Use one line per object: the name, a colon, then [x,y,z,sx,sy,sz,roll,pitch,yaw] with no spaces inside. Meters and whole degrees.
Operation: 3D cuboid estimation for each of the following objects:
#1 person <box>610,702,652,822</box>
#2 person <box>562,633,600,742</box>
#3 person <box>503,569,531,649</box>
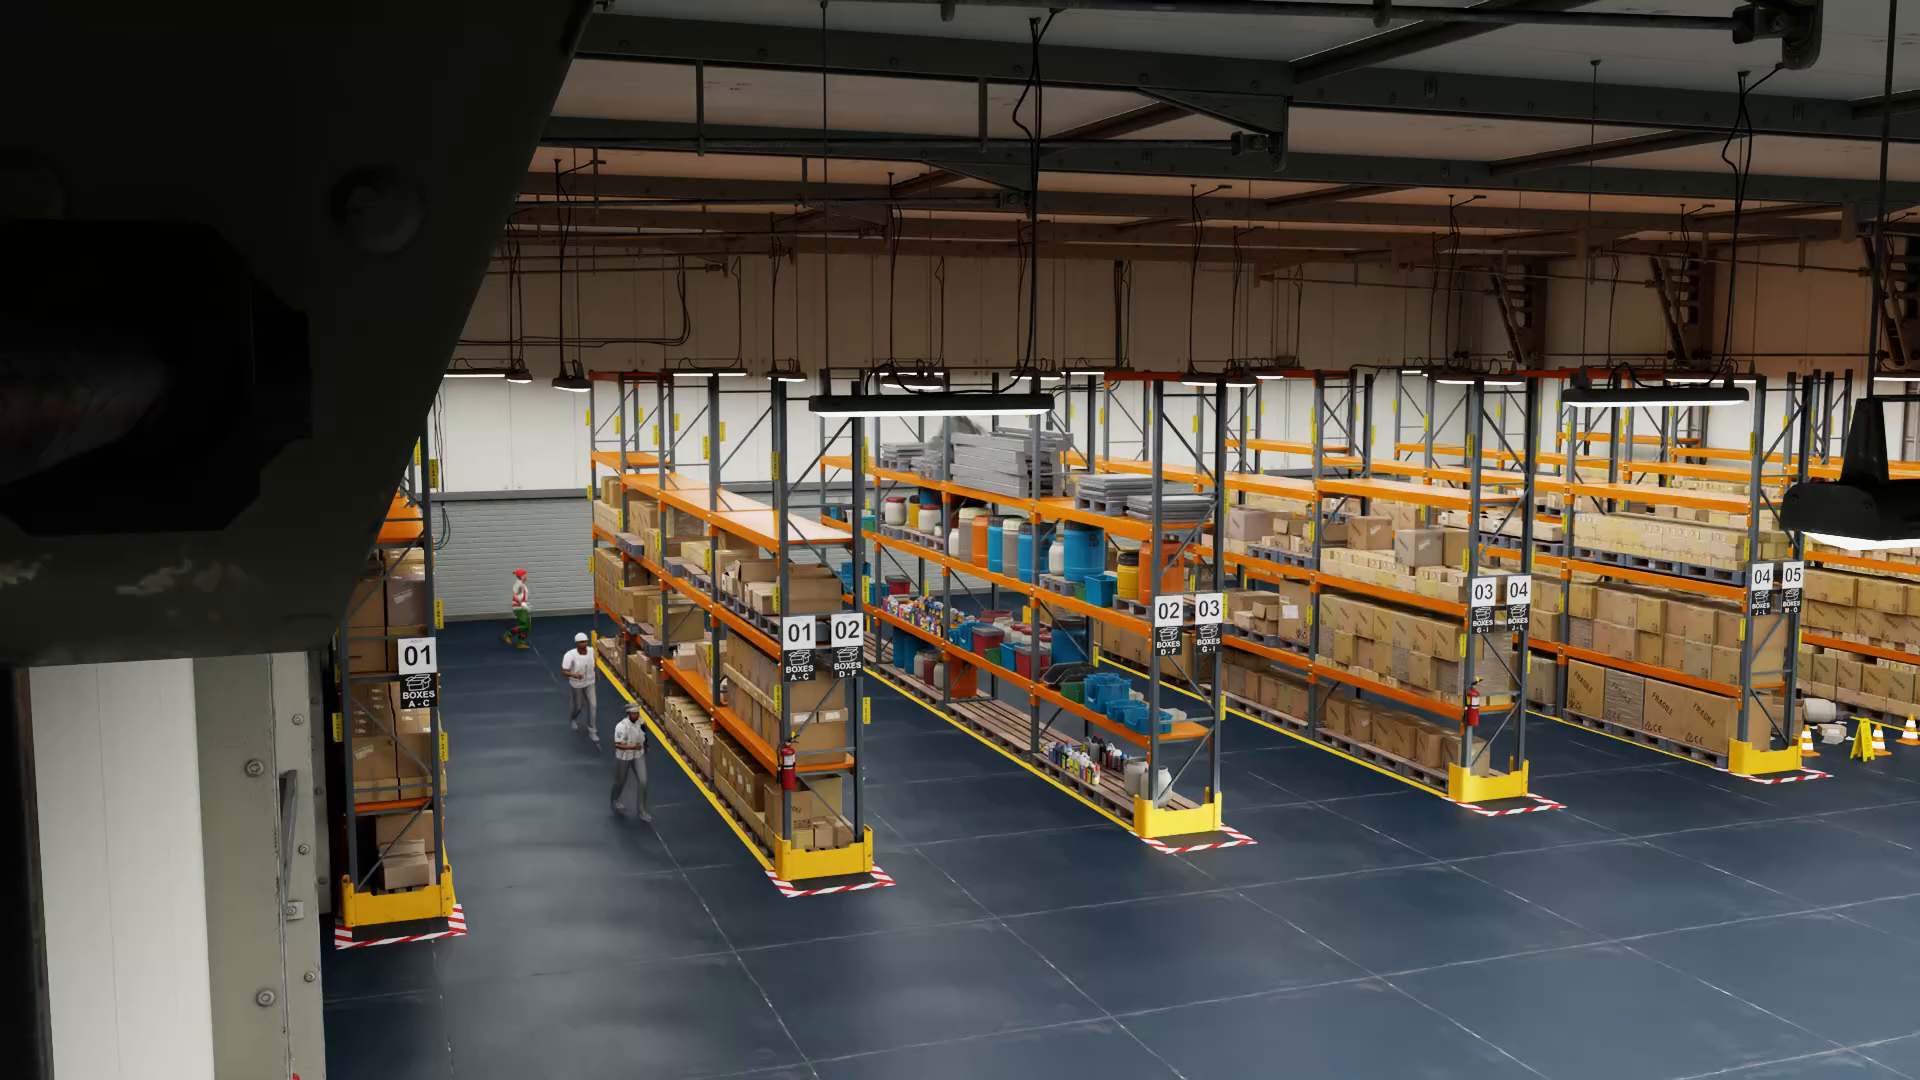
person: [-4.511,2.983,22.735,0.575,1.661,0.955,-4,8,-35]
person: [-6.258,2.393,27.455,0.662,1.769,0.976,-4,7,-30]
person: [-9.592,1.478,35.962,0.601,1.717,0.689,-2,7,-14]
